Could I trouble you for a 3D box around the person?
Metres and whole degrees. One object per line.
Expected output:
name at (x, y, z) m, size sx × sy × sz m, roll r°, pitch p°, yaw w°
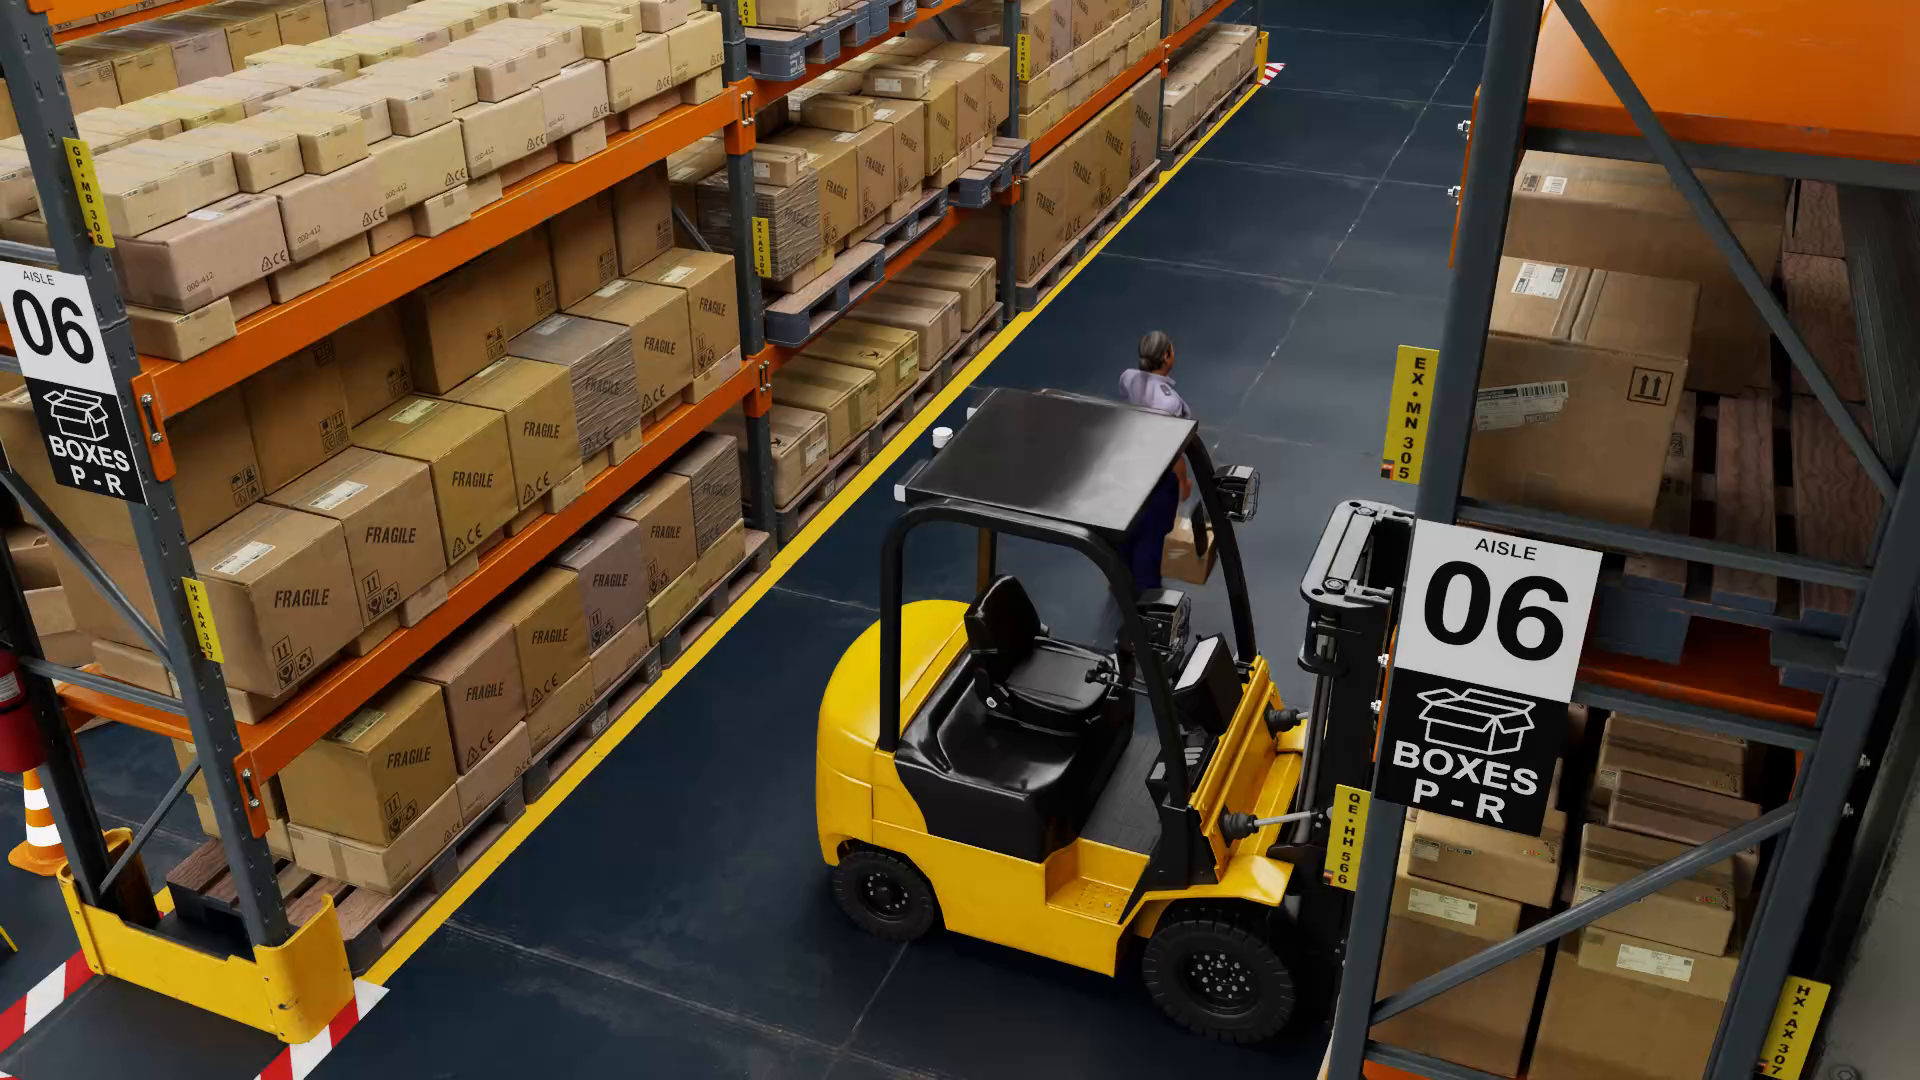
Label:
person at (1.031, -0.357, 8.983) m, size 0.372 × 1.662 × 0.592 m, roll -14°, pitch 33°, yaw -23°
